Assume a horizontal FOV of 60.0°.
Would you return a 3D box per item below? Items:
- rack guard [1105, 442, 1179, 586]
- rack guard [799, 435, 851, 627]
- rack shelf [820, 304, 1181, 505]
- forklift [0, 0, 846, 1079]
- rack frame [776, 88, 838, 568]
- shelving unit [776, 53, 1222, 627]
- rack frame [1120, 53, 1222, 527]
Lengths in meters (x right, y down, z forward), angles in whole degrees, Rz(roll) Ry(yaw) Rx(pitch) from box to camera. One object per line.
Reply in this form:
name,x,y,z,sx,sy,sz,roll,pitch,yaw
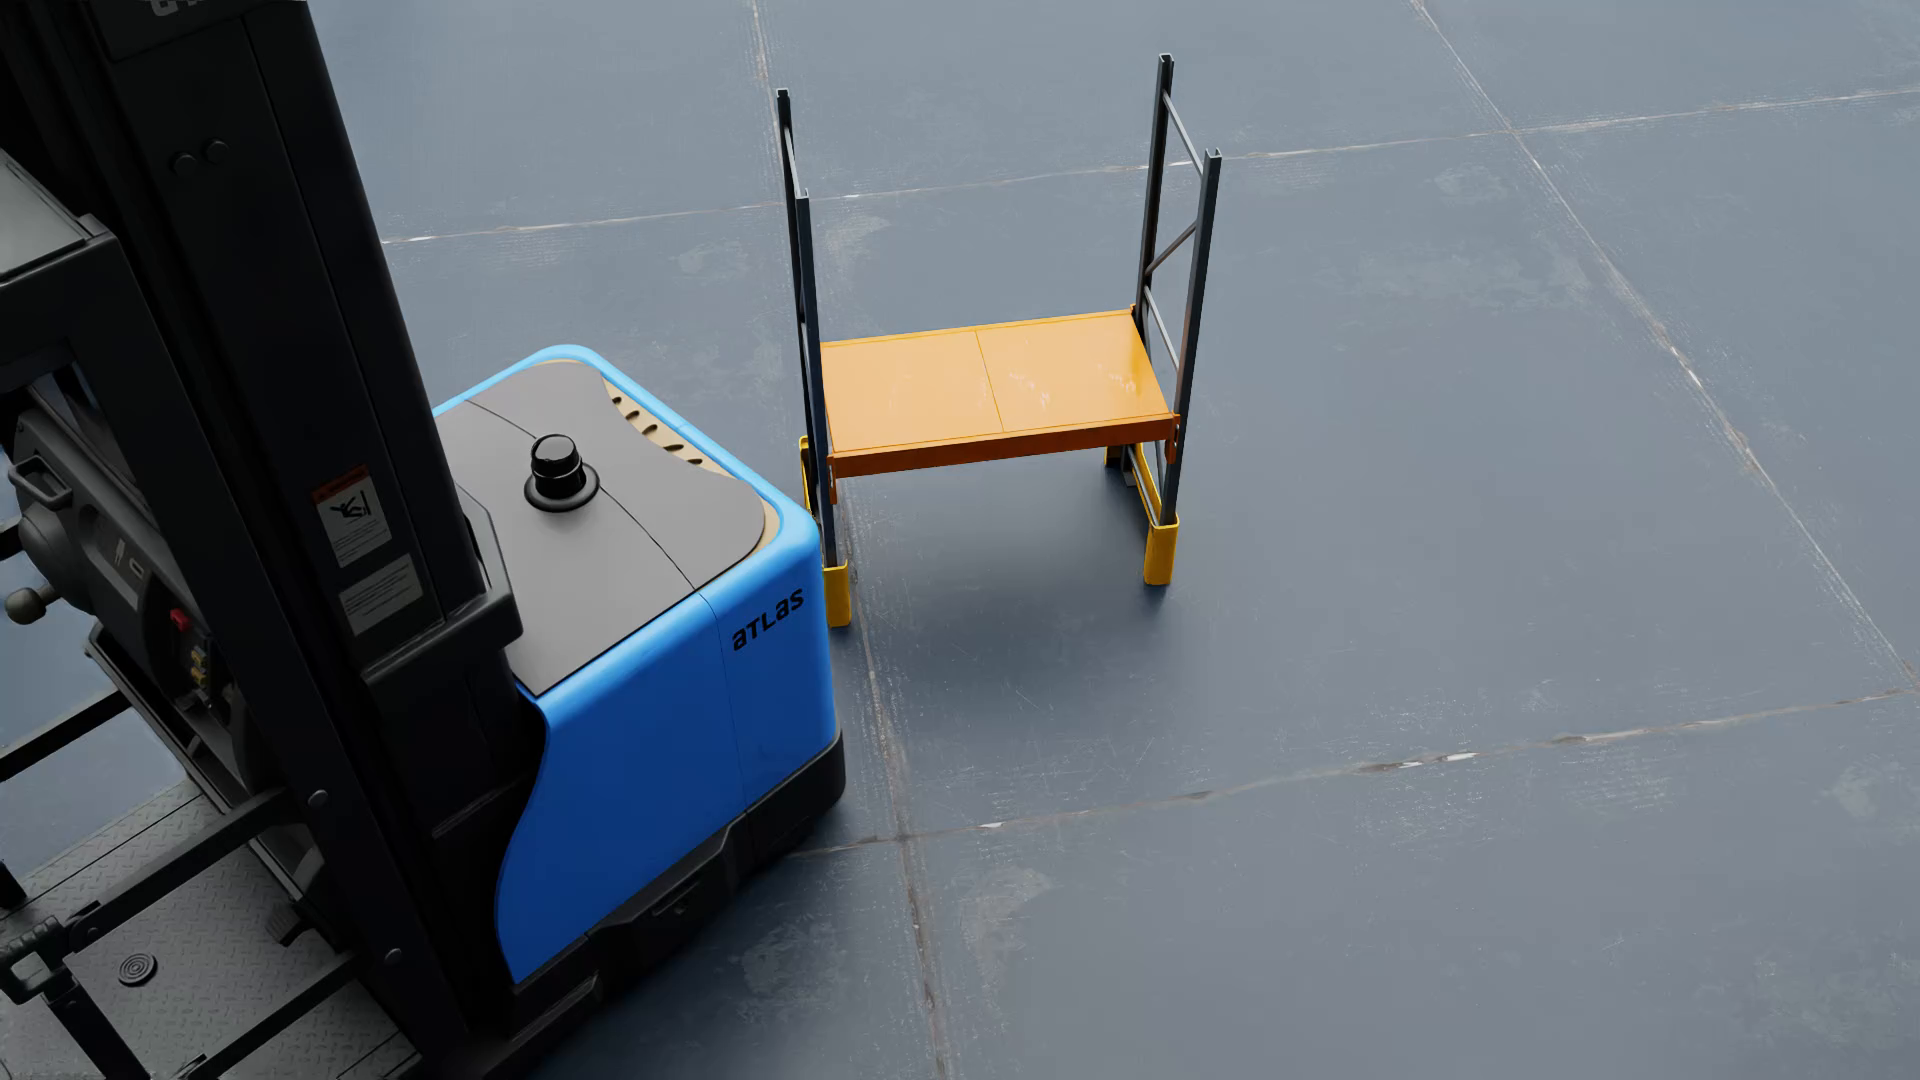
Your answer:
rack guard,0.566,-0.157,5.228,0.087,0.250,0.587,-7,46,-7
rack guard,-0.416,-0.035,5.110,0.087,0.250,0.587,-7,46,-7
rack shelf,0.084,-0.406,4.850,1.000,0.185,0.538,-7,46,-7
forklift,-1.705,0.197,3.025,1.130,2.935,3.031,36,56,29
rack frame,-0.417,-0.468,4.660,0.032,1.500,0.500,-7,46,-7
shelving unit,0.075,-0.530,4.719,1.083,1.500,0.587,-7,46,-7
rack frame,0.585,-0.593,4.780,0.032,1.500,0.500,-7,46,-7
